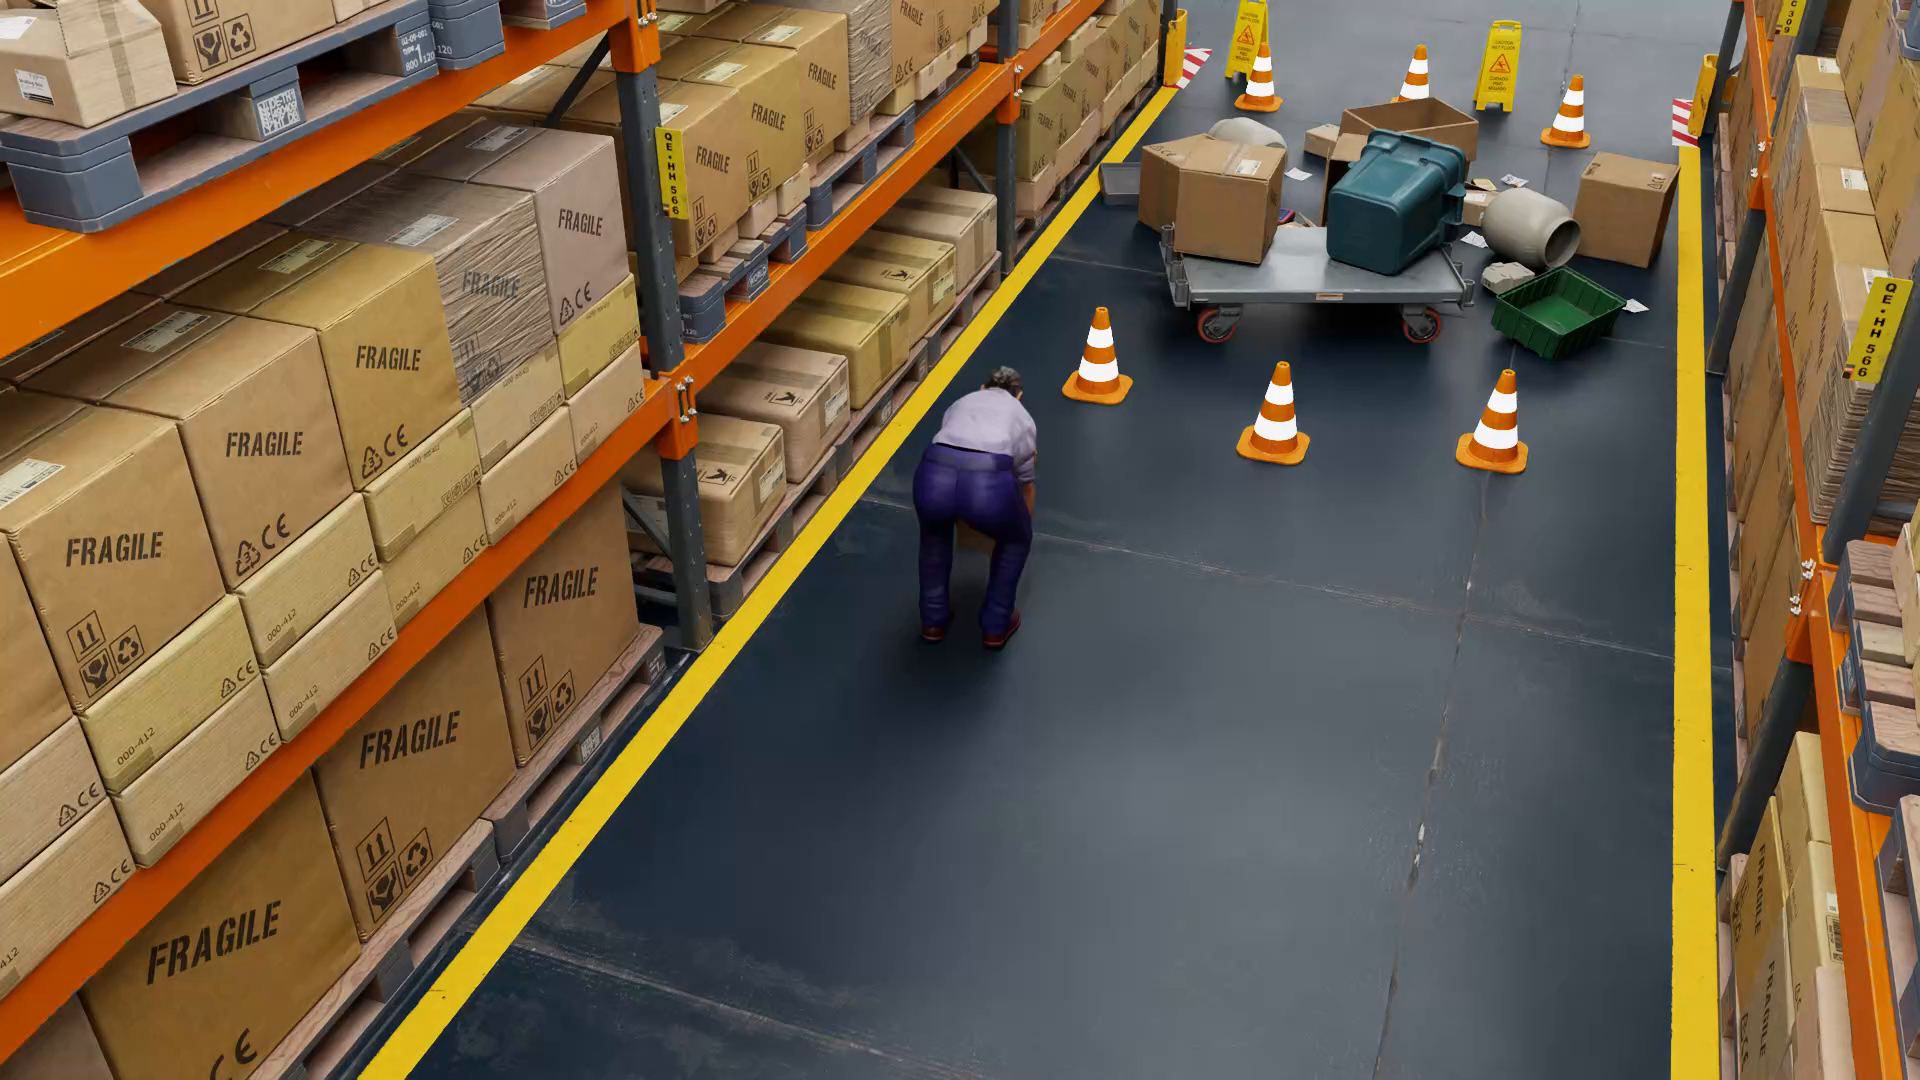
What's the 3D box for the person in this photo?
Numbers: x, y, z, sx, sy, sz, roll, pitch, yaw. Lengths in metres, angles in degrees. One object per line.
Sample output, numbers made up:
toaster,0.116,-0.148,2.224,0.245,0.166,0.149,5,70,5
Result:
person,0.089,-0.126,6.933,0.476,1.003,0.909,9,34,13
